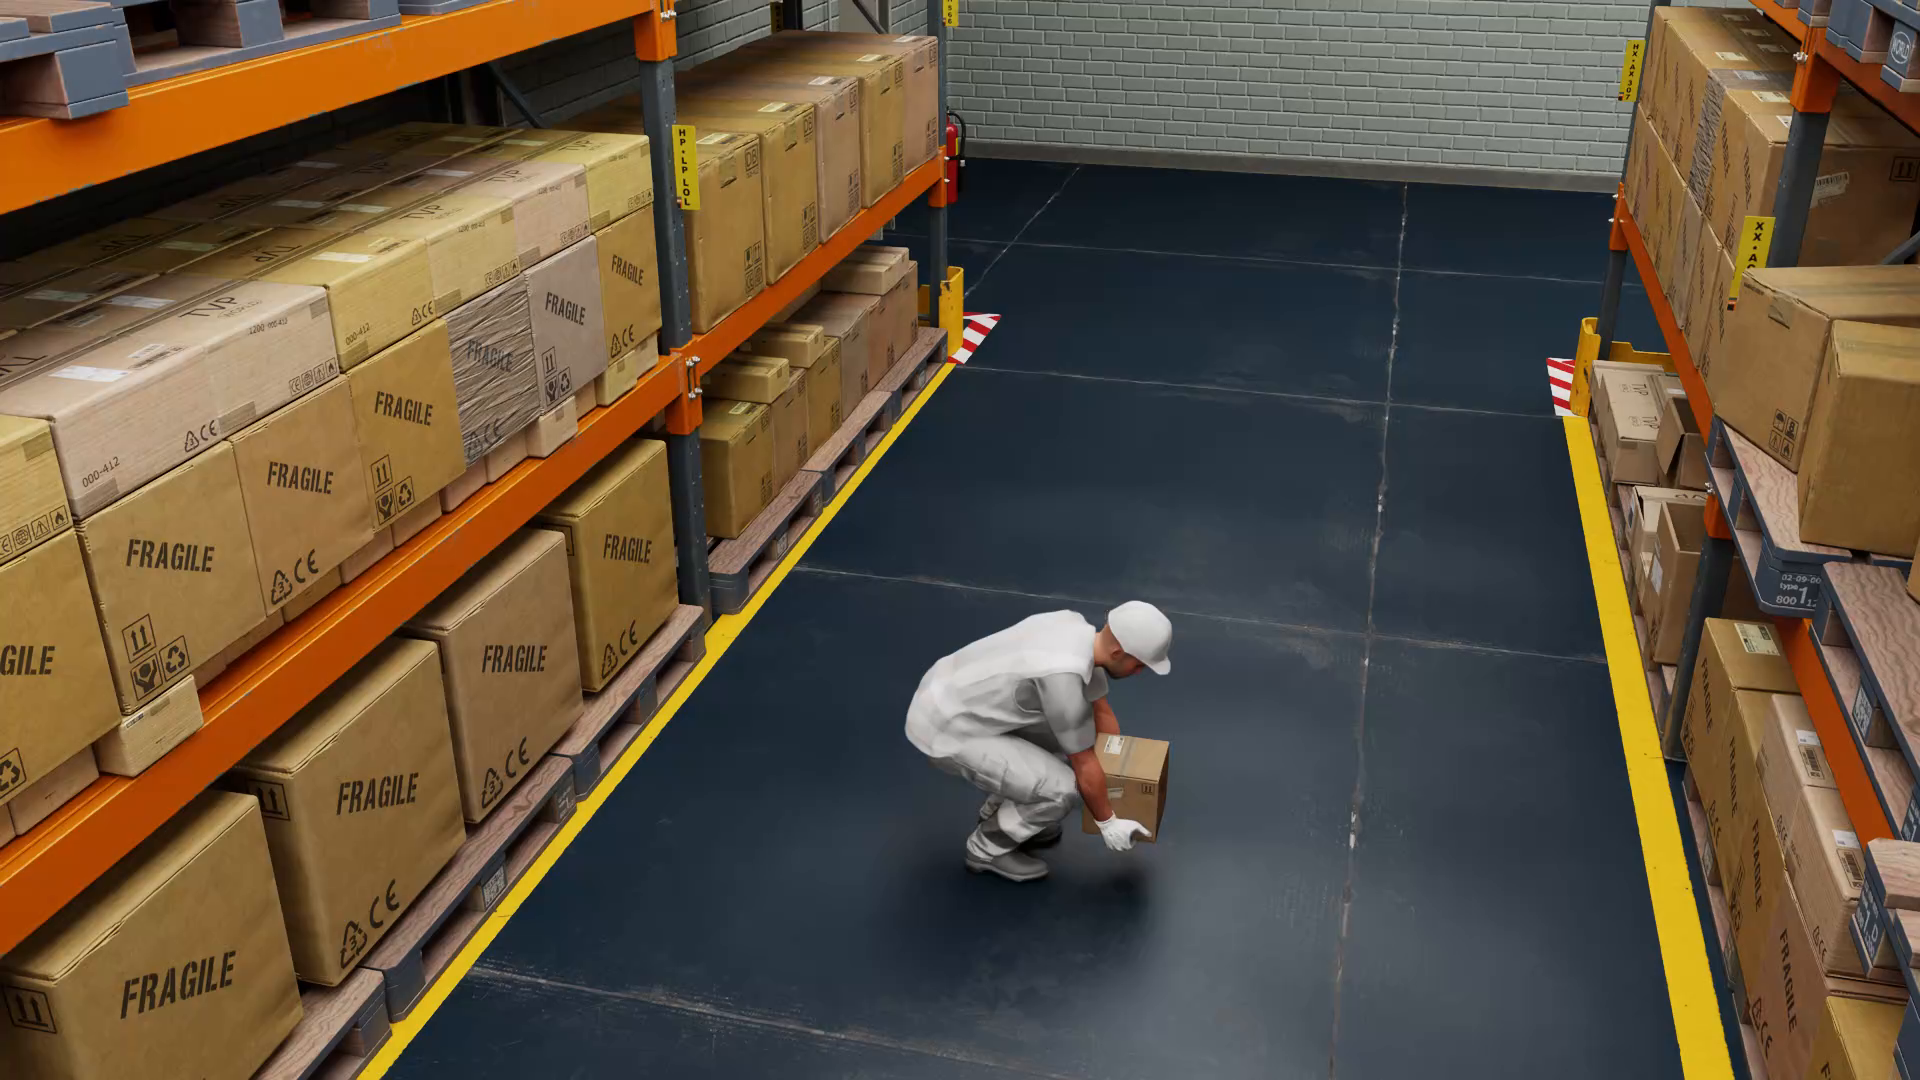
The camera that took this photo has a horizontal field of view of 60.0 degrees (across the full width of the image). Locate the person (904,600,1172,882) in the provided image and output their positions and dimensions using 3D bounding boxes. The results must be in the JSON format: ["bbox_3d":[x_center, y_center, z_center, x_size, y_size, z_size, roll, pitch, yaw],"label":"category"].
[{"bbox_3d":[0.258,0.645,5.635,0.870,1.006,0.537,6,26,12],"label":"person"}]
